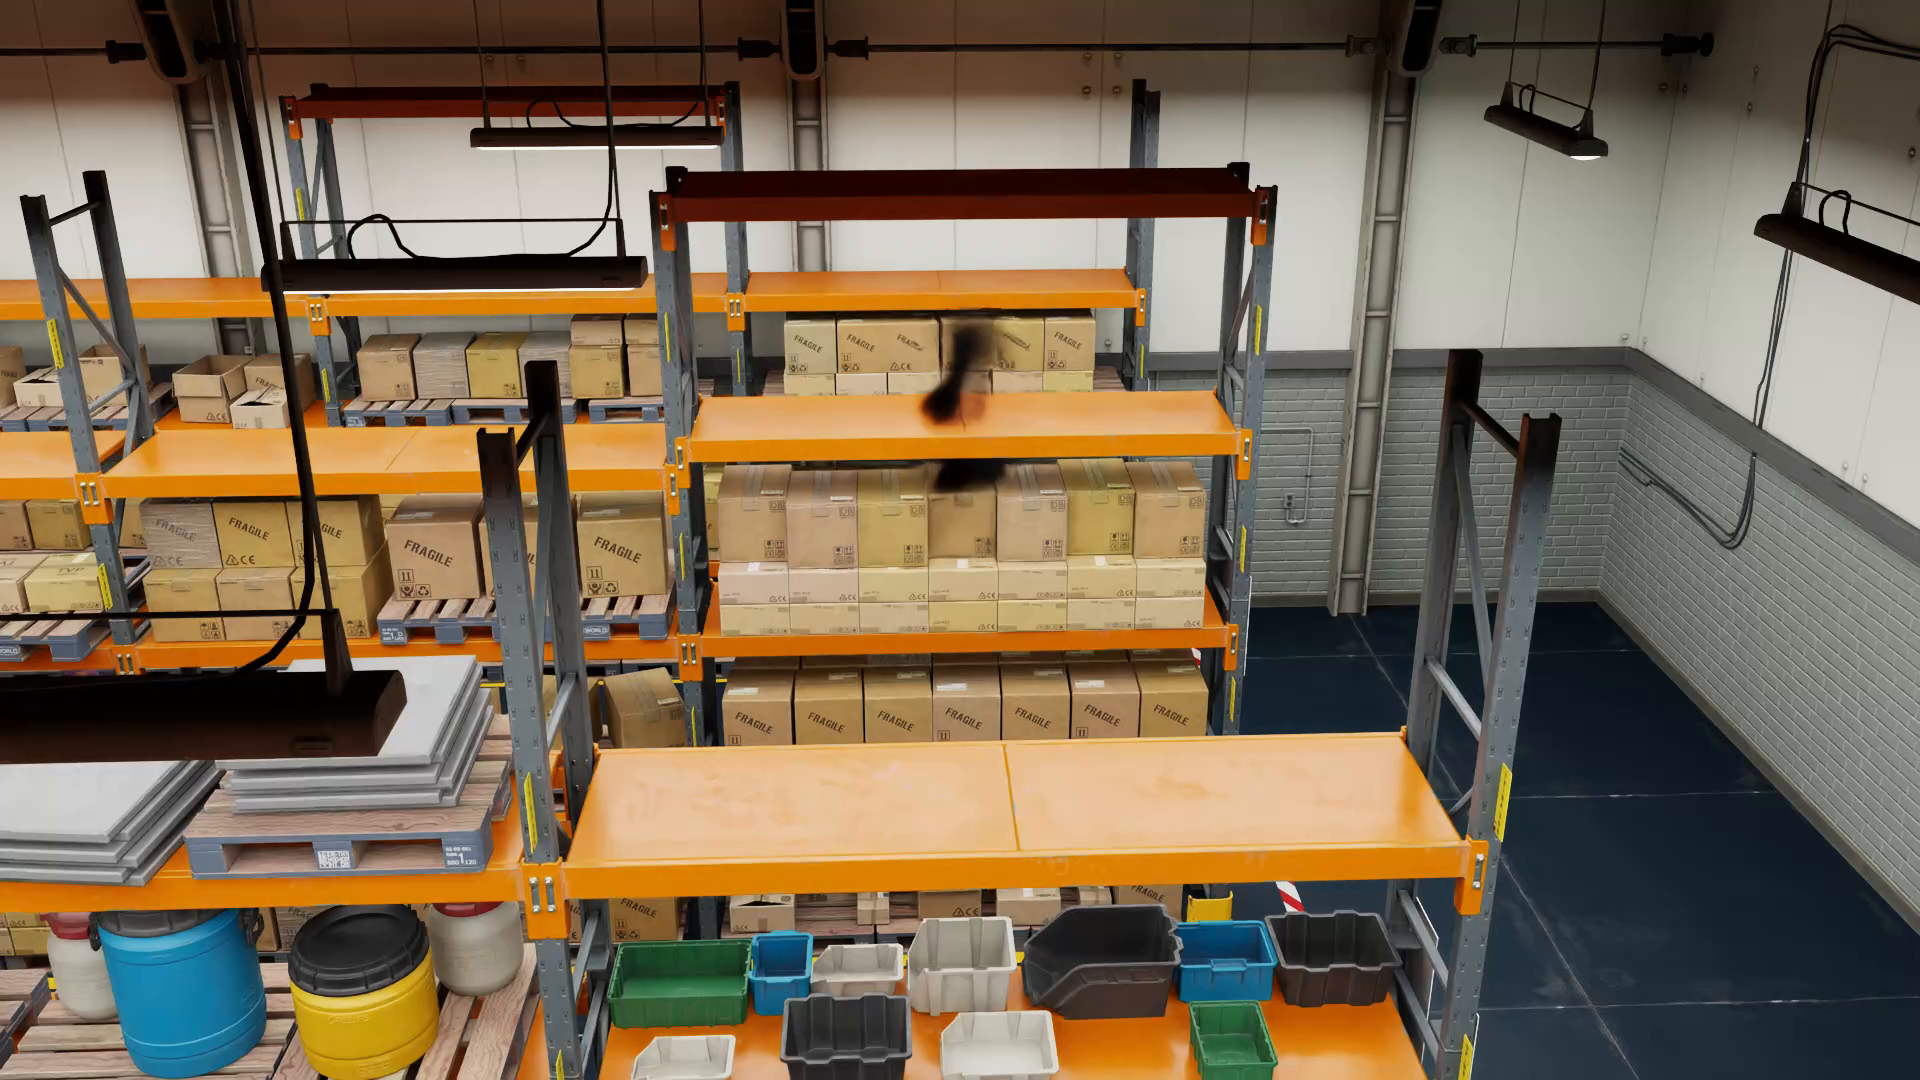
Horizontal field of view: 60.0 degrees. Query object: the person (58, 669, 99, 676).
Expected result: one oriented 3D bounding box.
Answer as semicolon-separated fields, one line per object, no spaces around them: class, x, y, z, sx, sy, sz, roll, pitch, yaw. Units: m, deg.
person;-8.349;1.347;15.782;0.808;1.557;0.489;-16;27;-34
